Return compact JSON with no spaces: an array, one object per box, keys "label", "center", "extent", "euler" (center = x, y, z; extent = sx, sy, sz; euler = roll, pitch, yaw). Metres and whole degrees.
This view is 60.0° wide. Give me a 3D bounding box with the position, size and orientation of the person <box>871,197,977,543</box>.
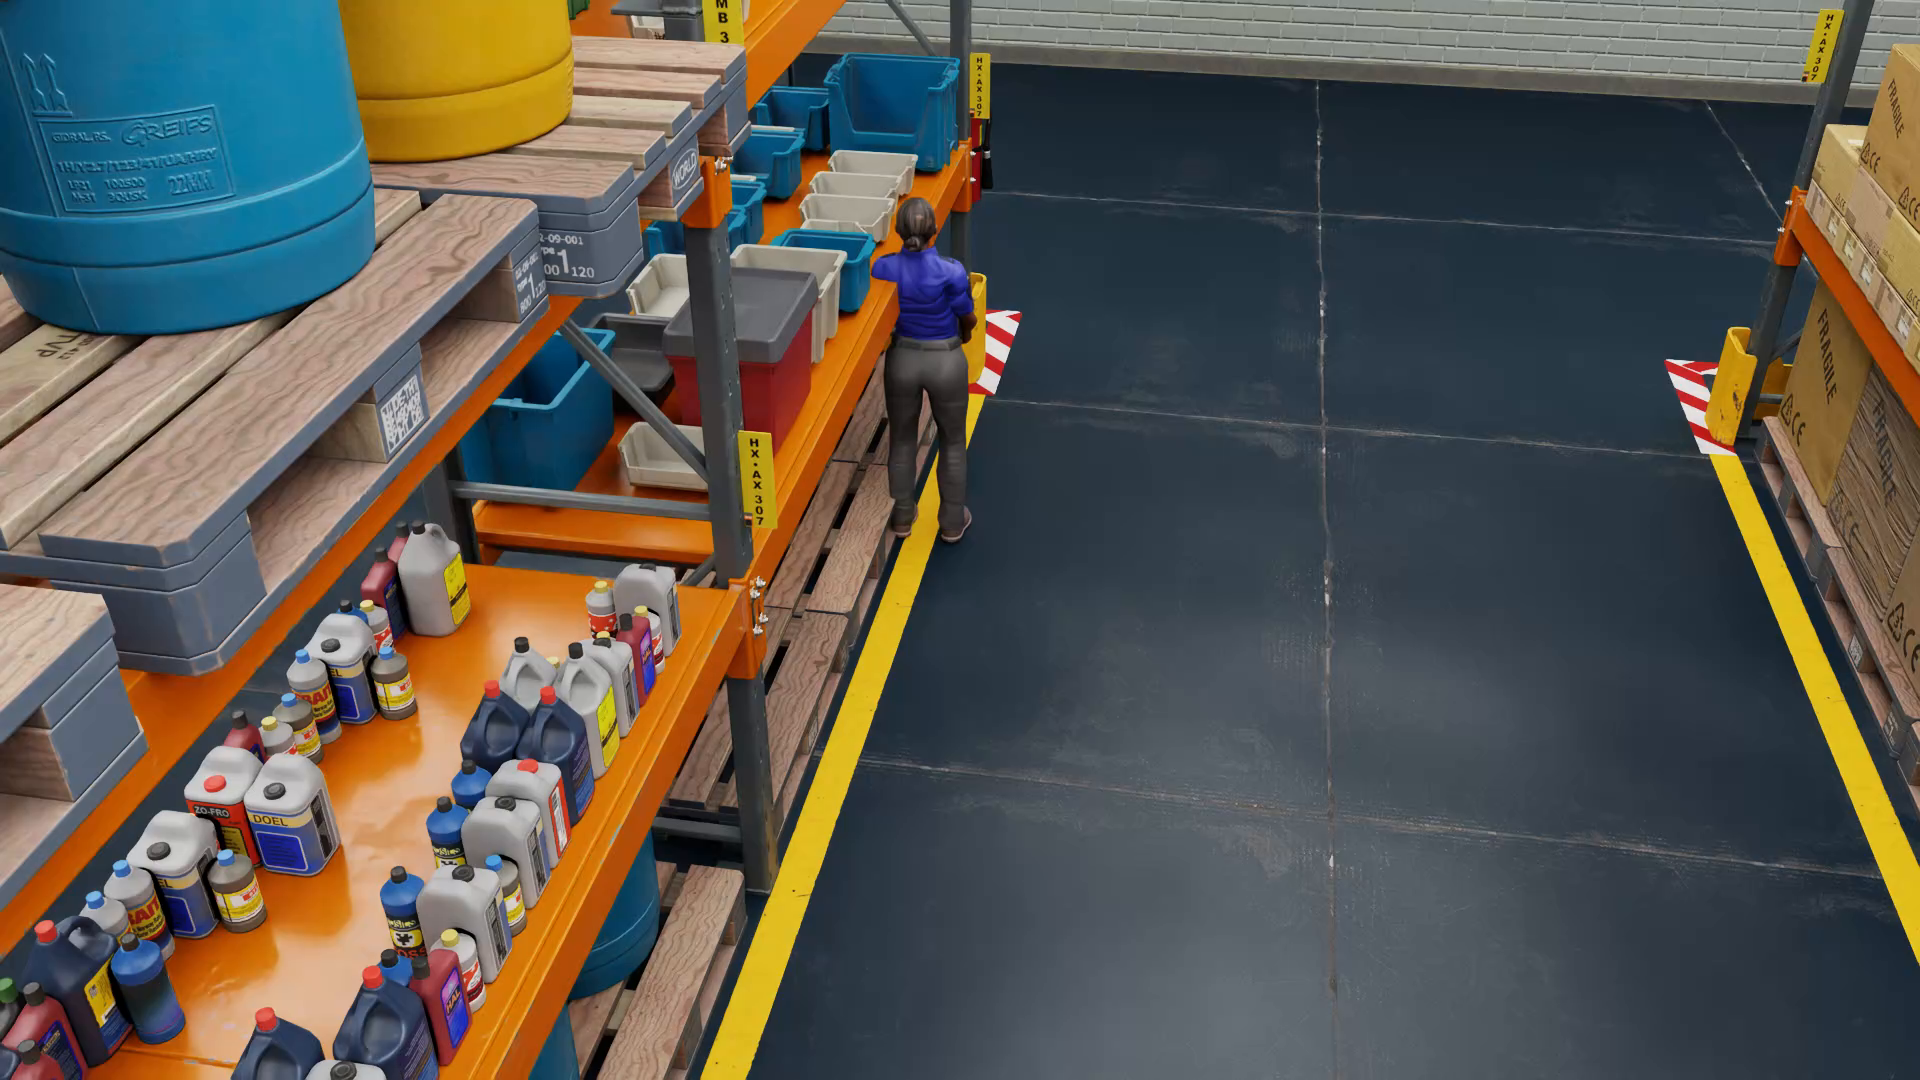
[{"label":"person","center":[-0.140,-0.778,7.379],"extent":[0.449,1.633,0.519],"euler":[5,33,8]}]
